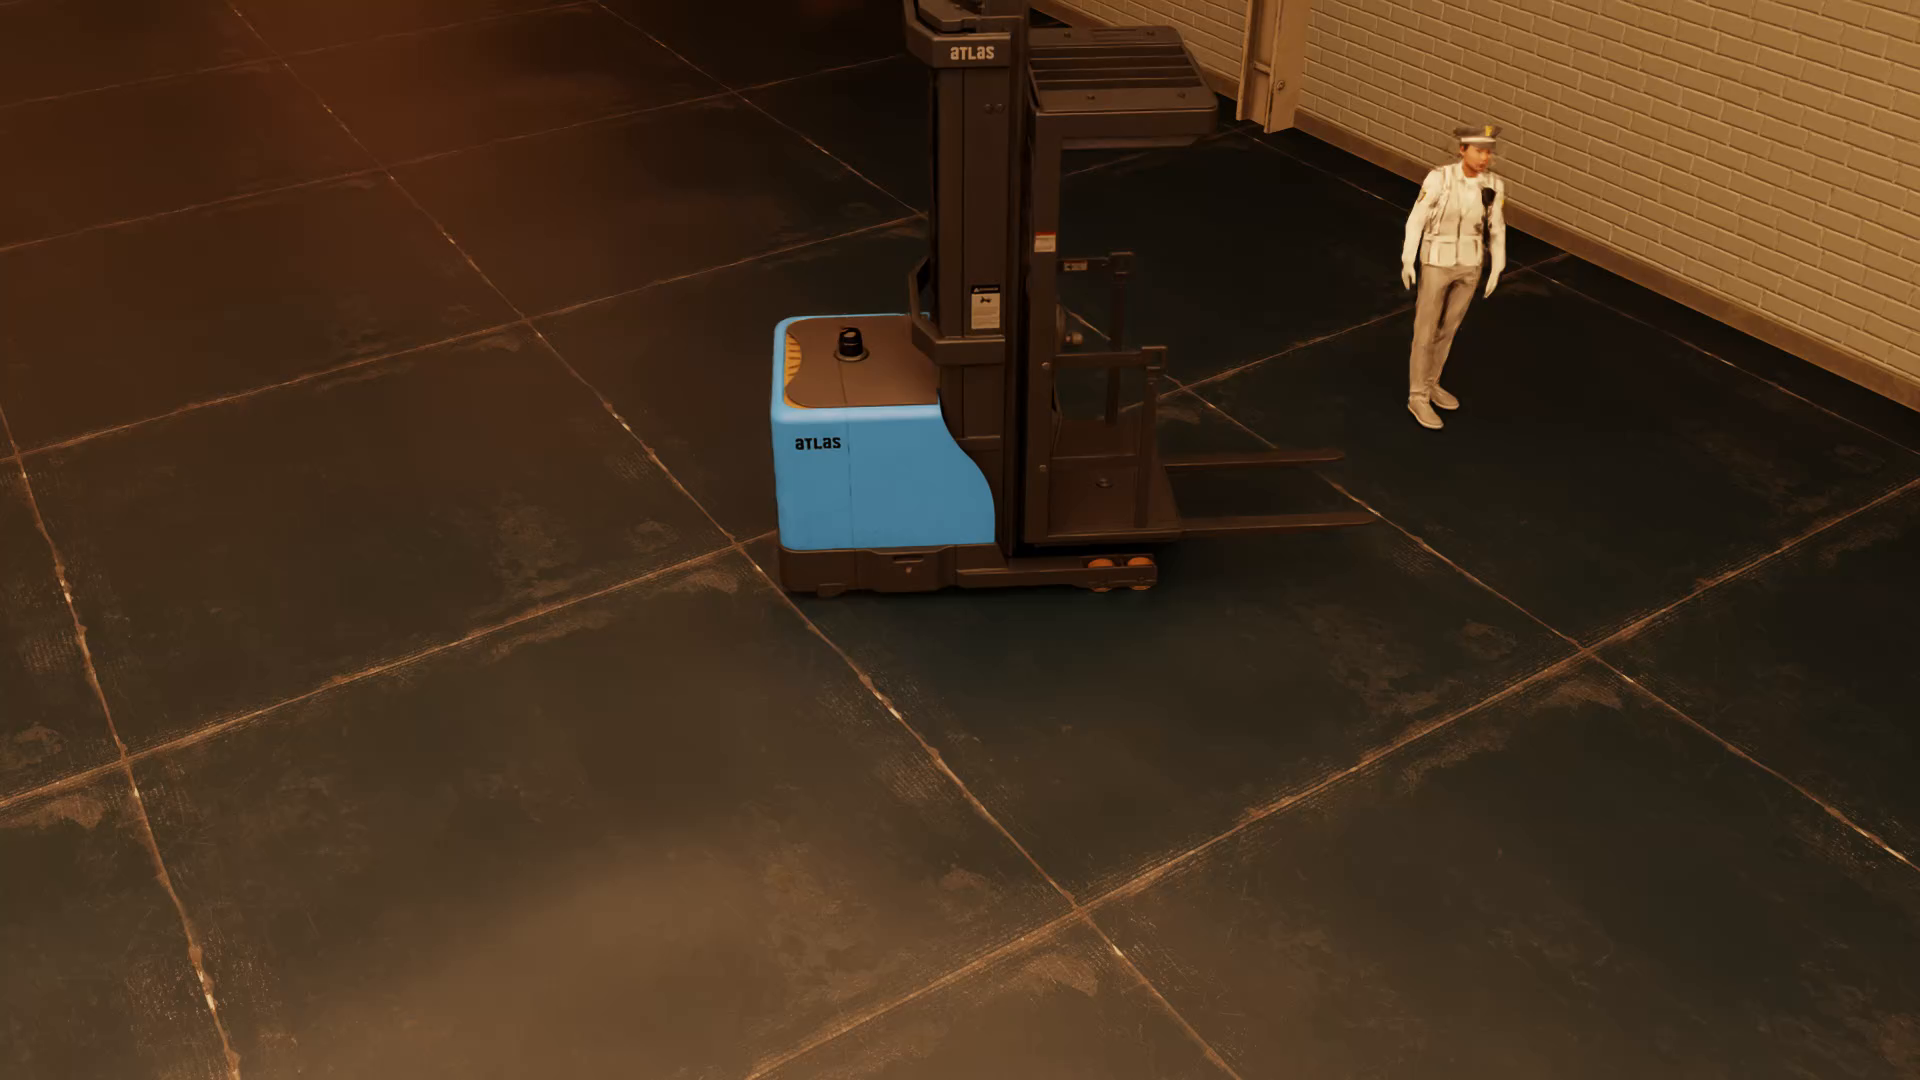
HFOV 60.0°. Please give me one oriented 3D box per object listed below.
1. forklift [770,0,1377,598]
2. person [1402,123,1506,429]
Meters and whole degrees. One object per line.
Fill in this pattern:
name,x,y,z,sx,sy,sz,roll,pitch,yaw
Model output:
forklift,0.585,-1.242,7.916,3.031,2.935,1.130,-2,35,-3
person,2.777,-1.487,9.332,0.576,1.695,0.612,2,35,2
